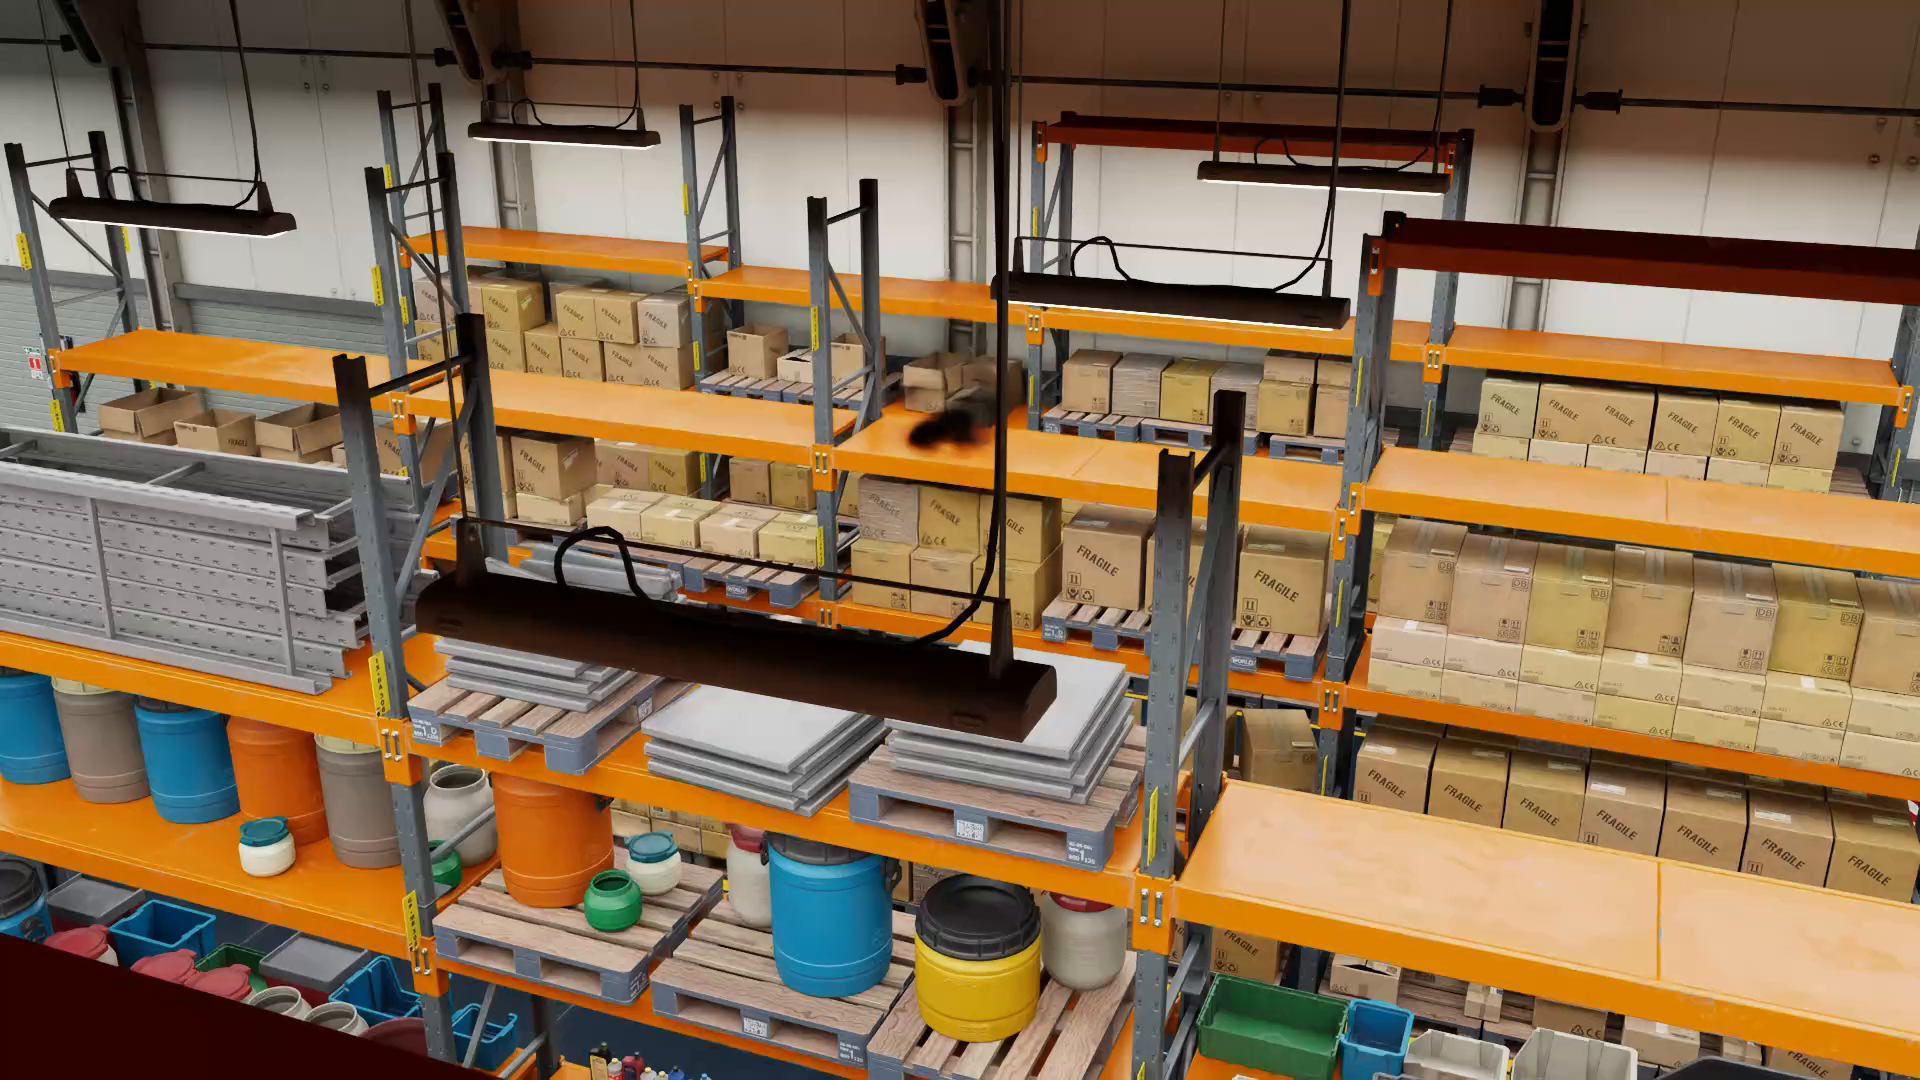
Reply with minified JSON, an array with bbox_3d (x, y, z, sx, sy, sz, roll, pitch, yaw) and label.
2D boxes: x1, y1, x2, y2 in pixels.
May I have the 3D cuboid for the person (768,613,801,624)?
[{"bbox_3d":[-1.731,1.261,16.578,1.024,1.762,0.718,4,21,10],"label":"person"}]
